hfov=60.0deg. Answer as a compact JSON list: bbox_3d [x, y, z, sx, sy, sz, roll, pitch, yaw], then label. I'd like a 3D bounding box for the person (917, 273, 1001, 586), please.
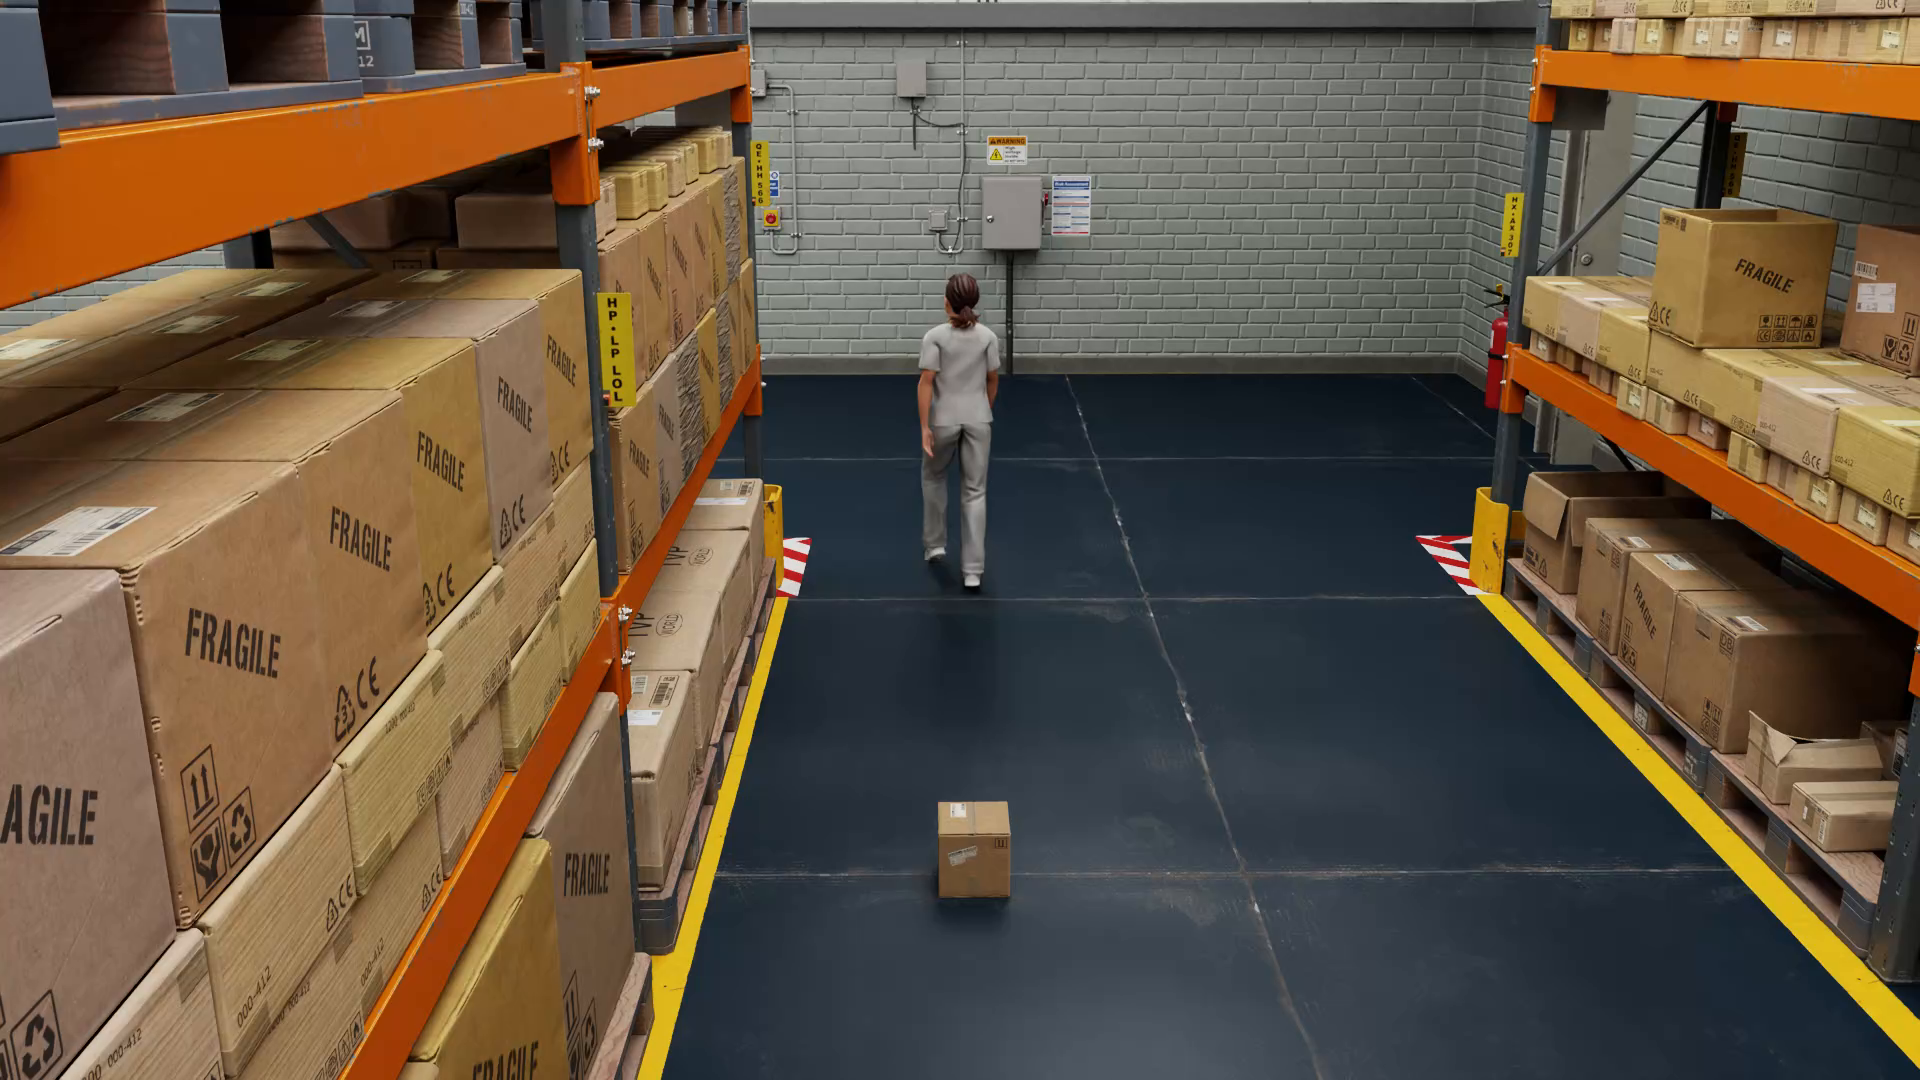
[{"bbox_3d":[-0.014,-0.600,9.033,0.462,1.698,0.741,-2,17,-7],"label":"person"}]
